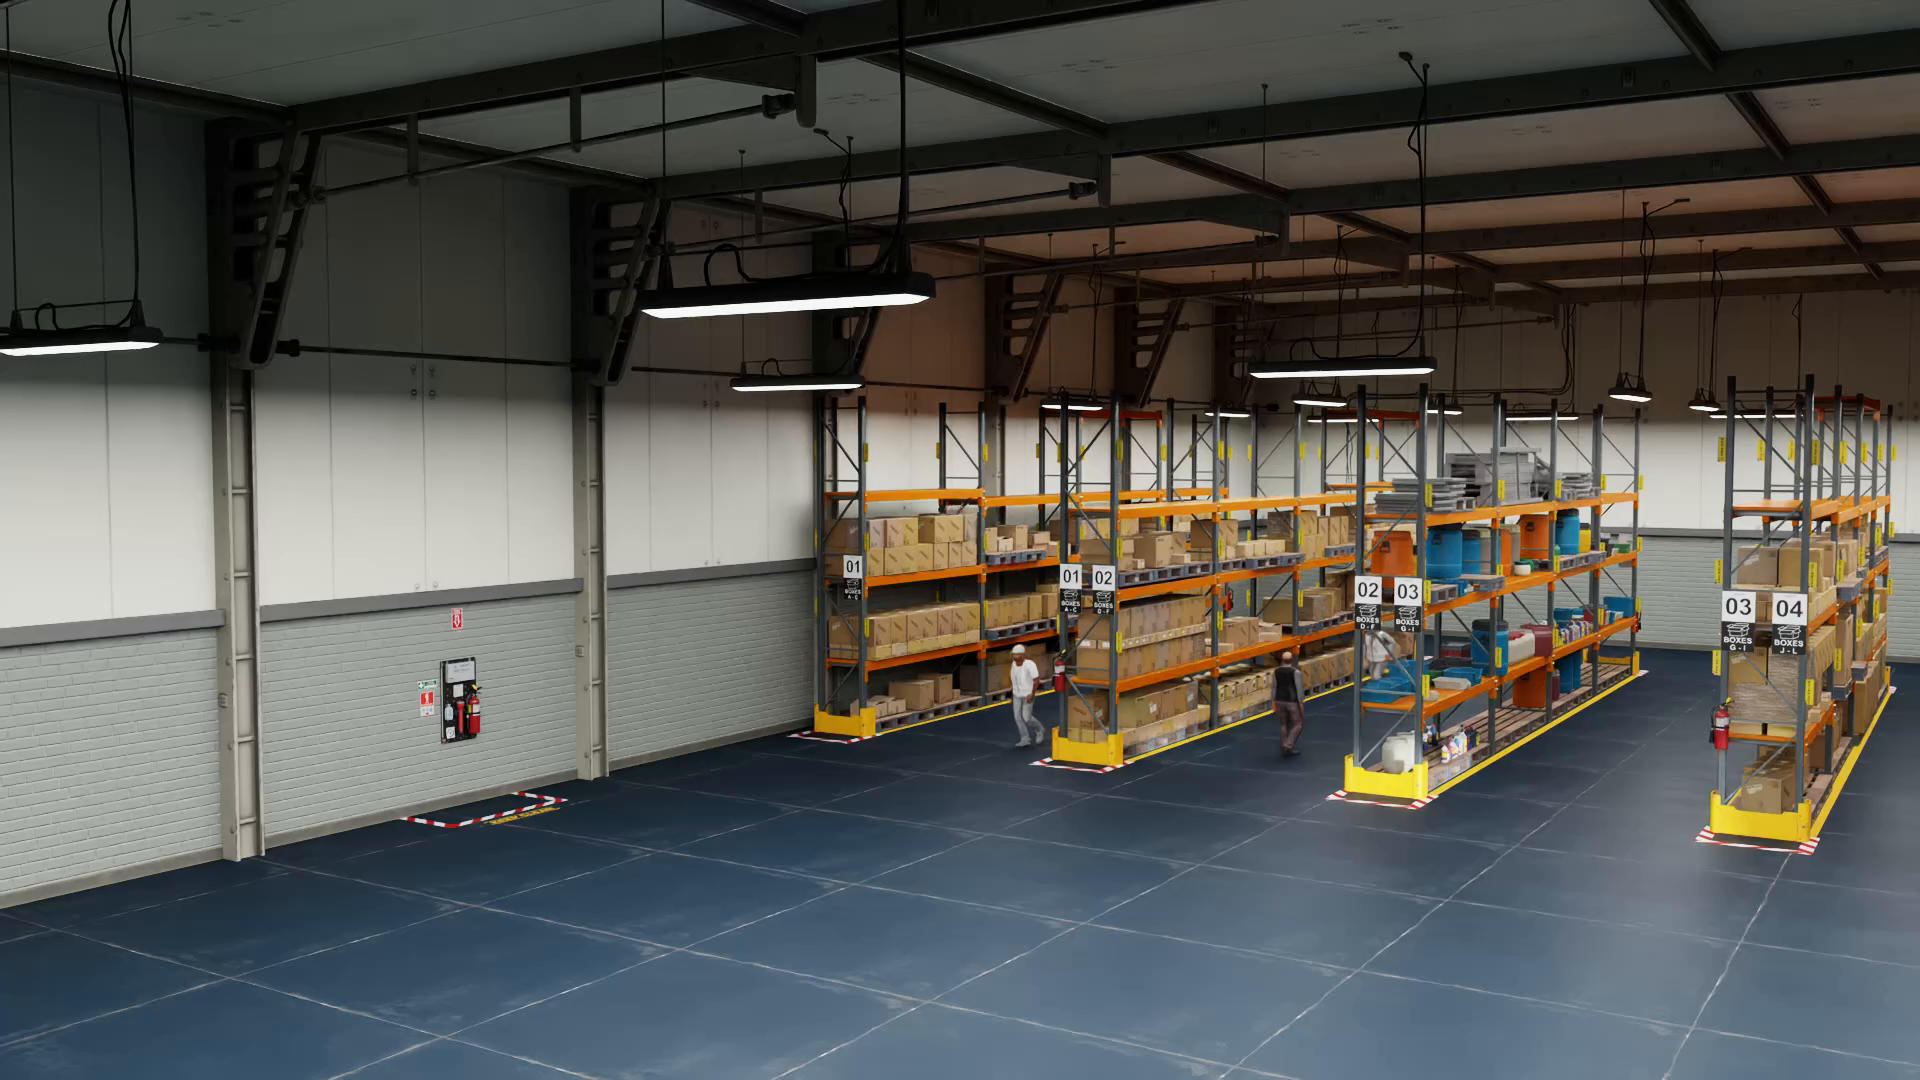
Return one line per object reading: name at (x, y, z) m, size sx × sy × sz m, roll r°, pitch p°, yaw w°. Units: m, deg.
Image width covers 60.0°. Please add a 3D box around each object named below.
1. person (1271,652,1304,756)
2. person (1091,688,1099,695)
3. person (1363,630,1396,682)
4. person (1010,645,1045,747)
person at (5.402, 2.707, 27.450) m, size 0.565 × 1.720 × 0.537 m, roll 2°, pitch 4°, yaw 34°
person at (2.984, 2.316, 34.103) m, size 0.539 × 1.748 × 0.969 m, roll 1°, pitch 3°, yaw 20°
person at (8.465, 2.398, 33.573) m, size 0.705 × 1.685 × 0.713 m, roll 3°, pitch 4°, yaw 42°
person at (1.150, 2.645, 28.413) m, size 0.673 × 1.739 × 0.634 m, roll -3°, pitch 4°, yaw -44°
